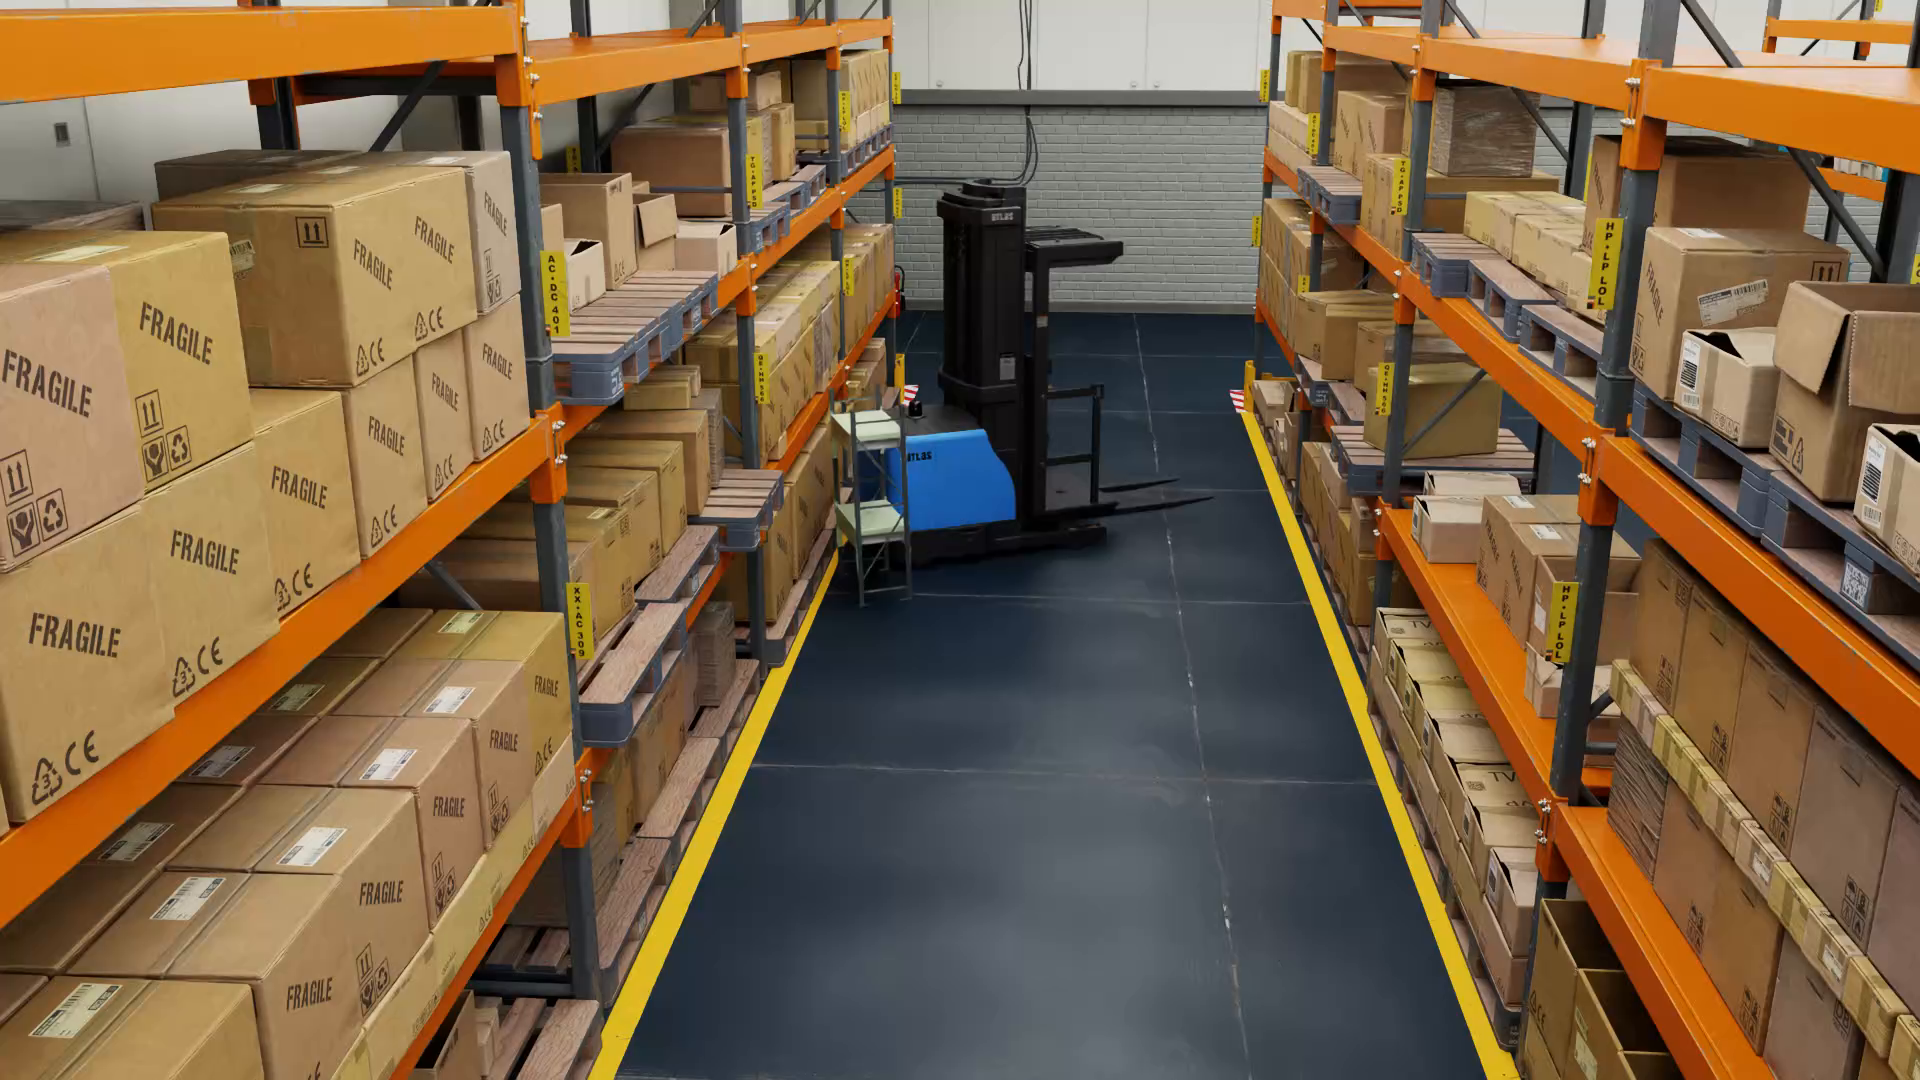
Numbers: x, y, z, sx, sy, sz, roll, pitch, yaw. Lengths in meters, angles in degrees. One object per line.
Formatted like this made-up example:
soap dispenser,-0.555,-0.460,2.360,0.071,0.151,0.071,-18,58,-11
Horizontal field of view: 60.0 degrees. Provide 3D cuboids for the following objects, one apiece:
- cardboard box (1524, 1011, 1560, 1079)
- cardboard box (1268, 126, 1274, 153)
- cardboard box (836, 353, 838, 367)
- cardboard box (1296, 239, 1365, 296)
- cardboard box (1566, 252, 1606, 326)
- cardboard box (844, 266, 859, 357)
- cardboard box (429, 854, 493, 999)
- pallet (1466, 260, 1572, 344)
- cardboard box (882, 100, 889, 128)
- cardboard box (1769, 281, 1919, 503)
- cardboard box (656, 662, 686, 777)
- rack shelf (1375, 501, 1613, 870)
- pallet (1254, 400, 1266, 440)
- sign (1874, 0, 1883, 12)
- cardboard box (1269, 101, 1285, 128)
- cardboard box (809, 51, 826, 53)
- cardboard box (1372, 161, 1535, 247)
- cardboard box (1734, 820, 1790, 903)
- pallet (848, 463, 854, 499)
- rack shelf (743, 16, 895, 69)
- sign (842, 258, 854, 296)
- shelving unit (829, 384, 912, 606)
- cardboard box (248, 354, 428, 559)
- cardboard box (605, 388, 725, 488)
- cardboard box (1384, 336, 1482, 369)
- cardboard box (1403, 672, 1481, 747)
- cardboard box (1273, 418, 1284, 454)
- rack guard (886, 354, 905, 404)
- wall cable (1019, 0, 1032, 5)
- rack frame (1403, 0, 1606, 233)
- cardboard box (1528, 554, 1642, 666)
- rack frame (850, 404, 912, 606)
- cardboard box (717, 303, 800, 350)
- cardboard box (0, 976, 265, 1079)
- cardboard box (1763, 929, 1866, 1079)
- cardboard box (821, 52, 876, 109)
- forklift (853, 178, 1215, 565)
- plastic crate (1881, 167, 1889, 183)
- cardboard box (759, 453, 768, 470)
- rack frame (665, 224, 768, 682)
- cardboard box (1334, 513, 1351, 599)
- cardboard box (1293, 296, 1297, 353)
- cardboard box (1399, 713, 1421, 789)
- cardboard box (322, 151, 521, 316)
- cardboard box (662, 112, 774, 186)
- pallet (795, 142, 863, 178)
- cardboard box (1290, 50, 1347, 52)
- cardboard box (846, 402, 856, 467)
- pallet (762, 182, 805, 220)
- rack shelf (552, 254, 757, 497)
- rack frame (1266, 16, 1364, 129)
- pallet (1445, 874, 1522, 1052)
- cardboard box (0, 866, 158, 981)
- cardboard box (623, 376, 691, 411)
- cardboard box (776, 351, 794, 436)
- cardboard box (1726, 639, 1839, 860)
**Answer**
cardboard box,2.527,2.084,6.488,0.500,0.250,0.500,1,18,4
cardboard box,3.433,-4.088,17.005,0.500,0.250,0.500,1,18,4
cardboard box,-1.247,-1.534,14.157,0.380,0.149,0.250,1,18,4
cardboard box,3.214,-2.331,14.453,0.500,0.500,0.500,1,18,4
cardboard box,2.953,-1.076,7.139,0.500,0.250,0.500,0,18,-1
cardboard box,-1.450,-2.065,14.927,0.980,0.700,0.700,2,18,5
cardboard box,-1.875,1.257,5.479,0.500,0.250,0.500,1,18,4
pallet,3.113,-1.179,8.189,1.003,0.211,1.213,2,18,6
cardboard box,-1.006,-4.365,17.015,0.500,0.250,0.500,2,18,6
cardboard box,2.619,-0.393,4.422,0.797,0.503,0.637,3,18,10
cardboard box,-1.951,1.003,9.351,0.700,0.500,0.500,1,18,4
rack shelf,3.006,0.560,8.552,1.077,0.370,4.000,1,18,4
pallet,3.661,-1.291,17.525,1.003,0.211,1.213,1,18,4
sign,9.213,-5.466,16.671,0.100,0.325,0.005,1,18,4
cardboard box,3.427,-4.326,16.928,0.500,0.250,0.500,1,18,4
cardboard box,-1.557,-4.569,16.435,0.500,0.500,0.500,1,18,3
cardboard box,3.184,-2.171,10.752,0.910,0.500,0.500,1,18,4
cardboard box,2.562,0.963,4.965,0.380,0.149,0.250,1,18,2
pallet,-1.372,-0.664,15.611,1.003,0.211,1.213,1,18,4
rack shelf,-1.361,-4.695,15.597,1.077,0.370,4.000,1,18,4
sign,-0.963,-2.258,14.265,0.100,0.325,0.005,1,18,4
shelving unit,-0.677,-0.352,12.562,0.431,1.500,0.755,-7,19,-15
cardboard box,-1.919,-0.260,4.891,0.500,0.500,0.500,1,18,2
cardboard box,-1.815,-0.623,10.139,0.700,0.500,0.500,-1,18,-3
cardboard box,3.338,-1.128,11.713,0.700,0.500,0.500,5,19,14
cardboard box,2.751,0.915,9.153,0.500,0.311,0.500,1,18,2
cardboard box,3.248,-0.993,15.747,0.500,0.311,0.500,1,18,4
rack guard,-1.216,-1.817,18.664,1.175,0.500,0.348,1,18,4
wall cable,2.242,-8.461,22.168,3.097,2.526,0.112,1,18,4
rack frame,3.150,-3.254,9.402,1.000,3.000,0.127,1,18,4
cardboard box,2.972,0.390,7.755,0.500,0.500,0.500,3,18,8
rack frame,-0.576,-0.245,12.227,0.400,1.500,0.023,-7,19,-15
cardboard box,-1.432,-1.525,11.884,0.500,0.250,0.500,1,18,4
cardboard box,-1.986,1.383,3.890,0.500,0.500,0.500,1,18,4
cardboard box,2.731,1.409,4.647,0.700,0.500,0.500,2,18,6
cardboard box,-1.074,-4.404,15.930,0.500,0.500,0.500,0,18,1
forklift,0.673,-1.470,13.701,3.031,2.935,1.130,-7,20,-21
plastic crate,8.124,-3.169,14.230,0.416,0.233,0.300,1,18,4
cardboard box,-1.510,-0.578,11.240,0.380,0.149,0.250,2,18,5
rack frame,-1.792,-0.512,10.670,1.000,3.000,0.127,1,18,4
cardboard box,3.020,0.119,12.049,0.500,0.500,0.500,1,18,2
cardboard box,3.216,-1.854,14.603,0.500,0.500,0.500,2,18,5
cardboard box,2.753,1.178,9.252,0.500,0.250,0.500,1,18,2
cardboard box,-1.844,-1.066,5.743,0.500,0.500,0.500,0,18,-1
cardboard box,-1.753,-2.837,12.081,0.700,0.500,0.500,1,18,4
pallet,-1.436,-3.392,14.783,1.003,0.211,1.213,1,18,4
cardboard box,3.703,-4.676,16.792,0.700,0.500,0.500,1,18,4
cardboard box,-1.349,-0.996,15.487,0.700,0.500,0.500,2,18,5
pallet,-1.721,-2.397,11.906,1.003,0.211,1.213,2,18,6
rack shelf,-1.935,-0.975,8.419,1.077,0.370,4.000,1,18,4
rack frame,3.723,-5.739,16.984,1.000,3.000,0.127,1,18,4
pallet,2.877,1.935,7.680,1.003,0.211,1.213,1,18,4
cardboard box,-2.465,1.210,4.418,0.500,0.500,0.500,1,18,2
cardboard box,-1.795,-0.869,9.850,0.380,0.149,0.250,-2,18,-5
cardboard box,-1.455,-1.018,11.543,0.500,0.500,0.500,2,18,6
cardboard box,2.766,0.626,4.952,0.700,0.500,0.500,1,18,4
